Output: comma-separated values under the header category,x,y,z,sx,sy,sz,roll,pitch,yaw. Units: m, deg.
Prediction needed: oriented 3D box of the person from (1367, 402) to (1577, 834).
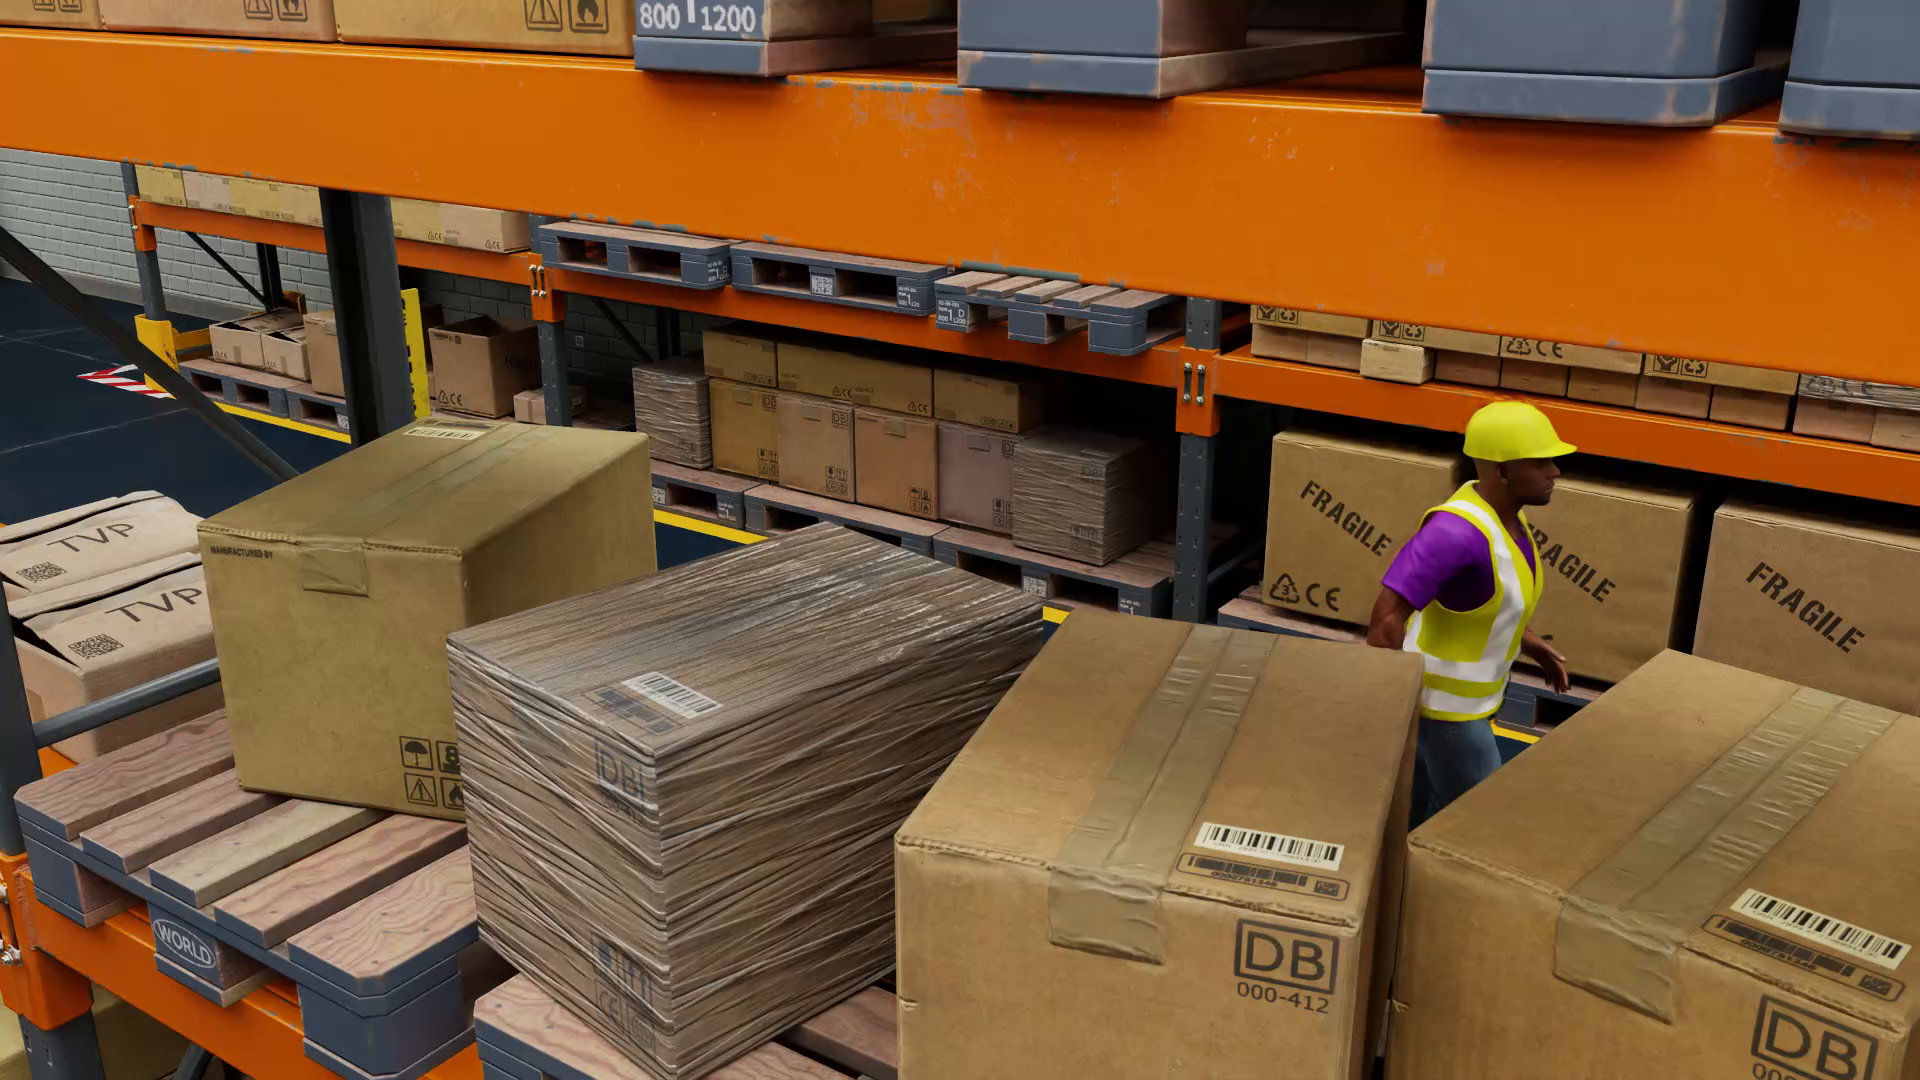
category,x,y,z,sx,sy,sz,roll,pitch,yaw
person,1.369,0.443,4.796,0.809,1.759,0.730,9,22,23
